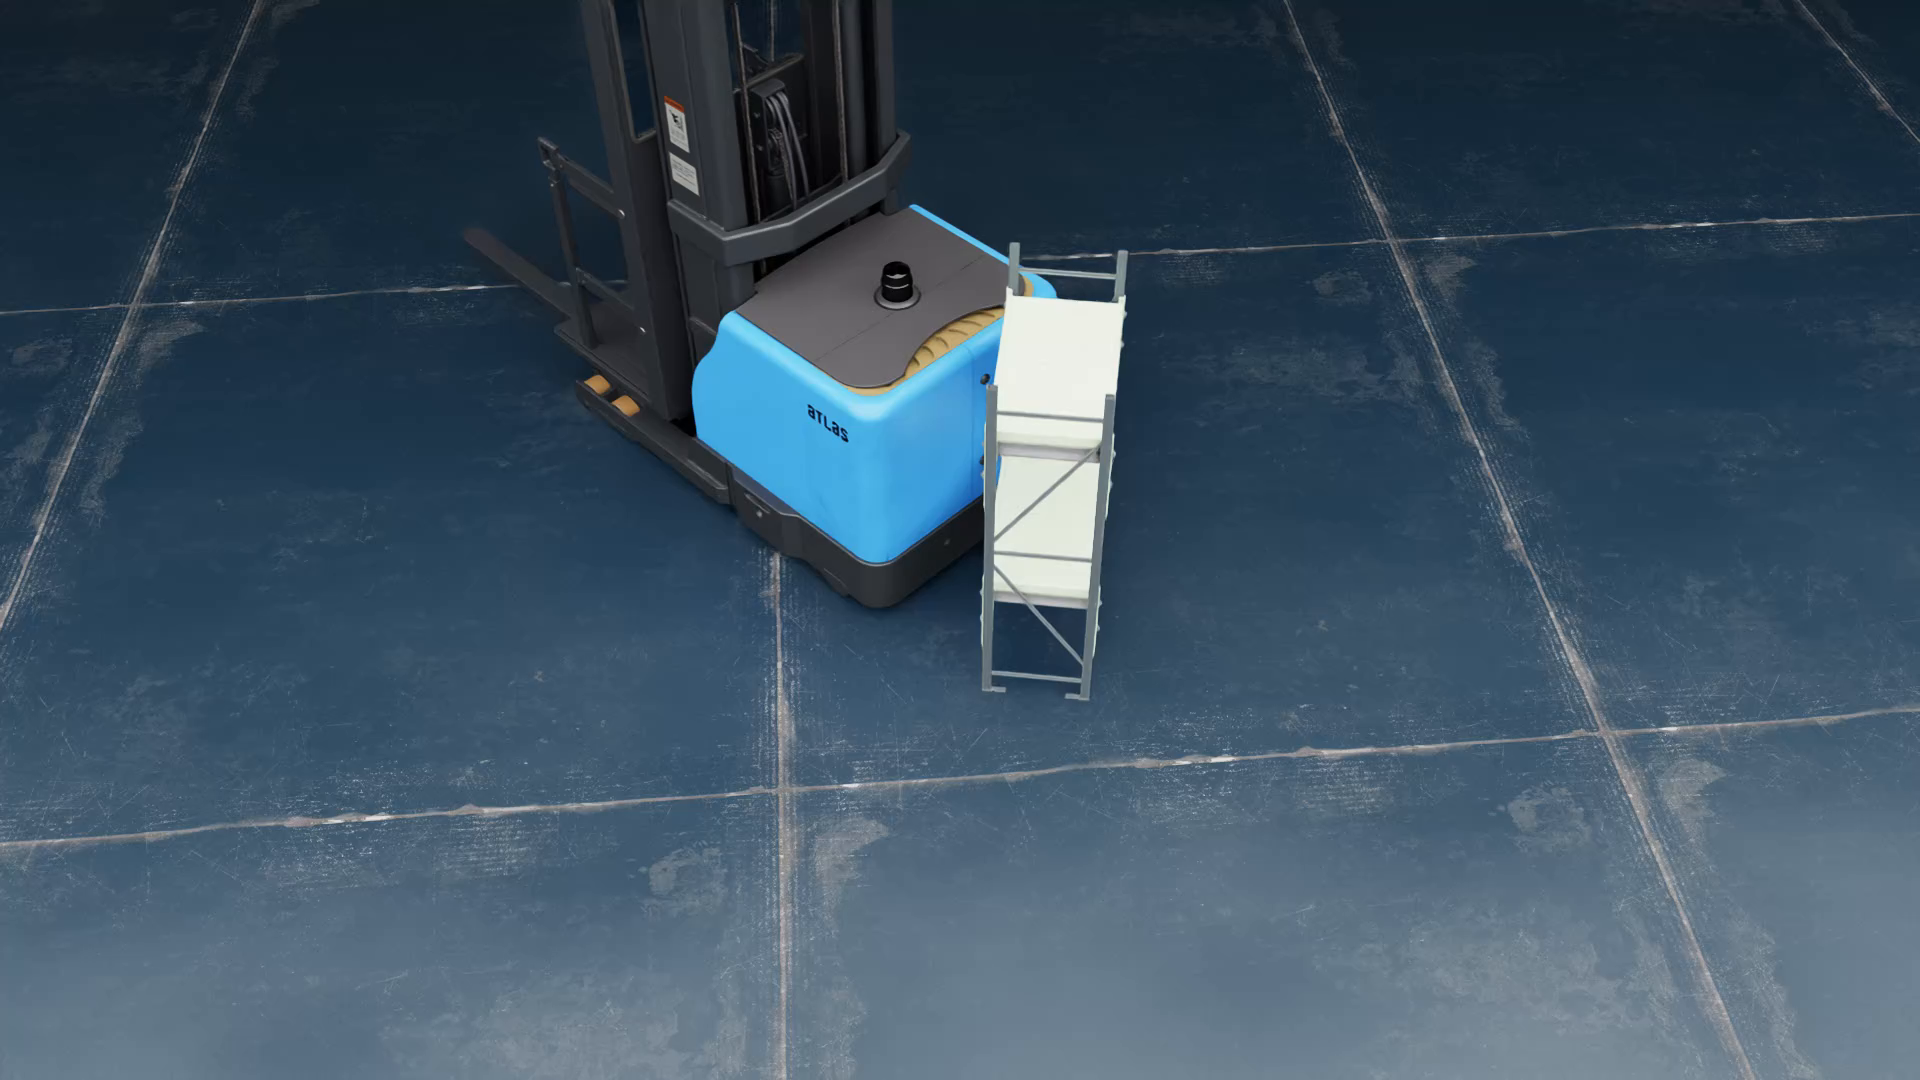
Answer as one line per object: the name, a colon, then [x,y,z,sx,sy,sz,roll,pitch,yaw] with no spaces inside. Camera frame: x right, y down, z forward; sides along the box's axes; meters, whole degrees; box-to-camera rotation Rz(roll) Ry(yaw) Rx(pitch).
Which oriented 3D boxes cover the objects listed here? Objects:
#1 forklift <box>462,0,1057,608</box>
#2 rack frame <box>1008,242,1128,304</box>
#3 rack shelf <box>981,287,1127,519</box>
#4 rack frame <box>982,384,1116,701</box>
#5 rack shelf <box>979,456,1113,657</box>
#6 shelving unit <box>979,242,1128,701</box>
forklift: [-1.027,-1.705,6.346,3.031,2.935,1.130,35,56,29]
rack frame: [0.367,-0.469,6.161,0.400,1.500,0.023,5,47,5]
rack shelf: [0.324,-0.473,5.628,0.431,0.370,0.720,5,47,5]
rack frame: [0.281,0.059,5.661,0.400,1.500,0.023,5,47,5]
rack shelf: [0.324,0.019,6.148,0.431,0.370,0.720,5,47,5]
shelving unit: [0.324,-0.205,5.911,0.431,1.500,0.755,5,47,5]
